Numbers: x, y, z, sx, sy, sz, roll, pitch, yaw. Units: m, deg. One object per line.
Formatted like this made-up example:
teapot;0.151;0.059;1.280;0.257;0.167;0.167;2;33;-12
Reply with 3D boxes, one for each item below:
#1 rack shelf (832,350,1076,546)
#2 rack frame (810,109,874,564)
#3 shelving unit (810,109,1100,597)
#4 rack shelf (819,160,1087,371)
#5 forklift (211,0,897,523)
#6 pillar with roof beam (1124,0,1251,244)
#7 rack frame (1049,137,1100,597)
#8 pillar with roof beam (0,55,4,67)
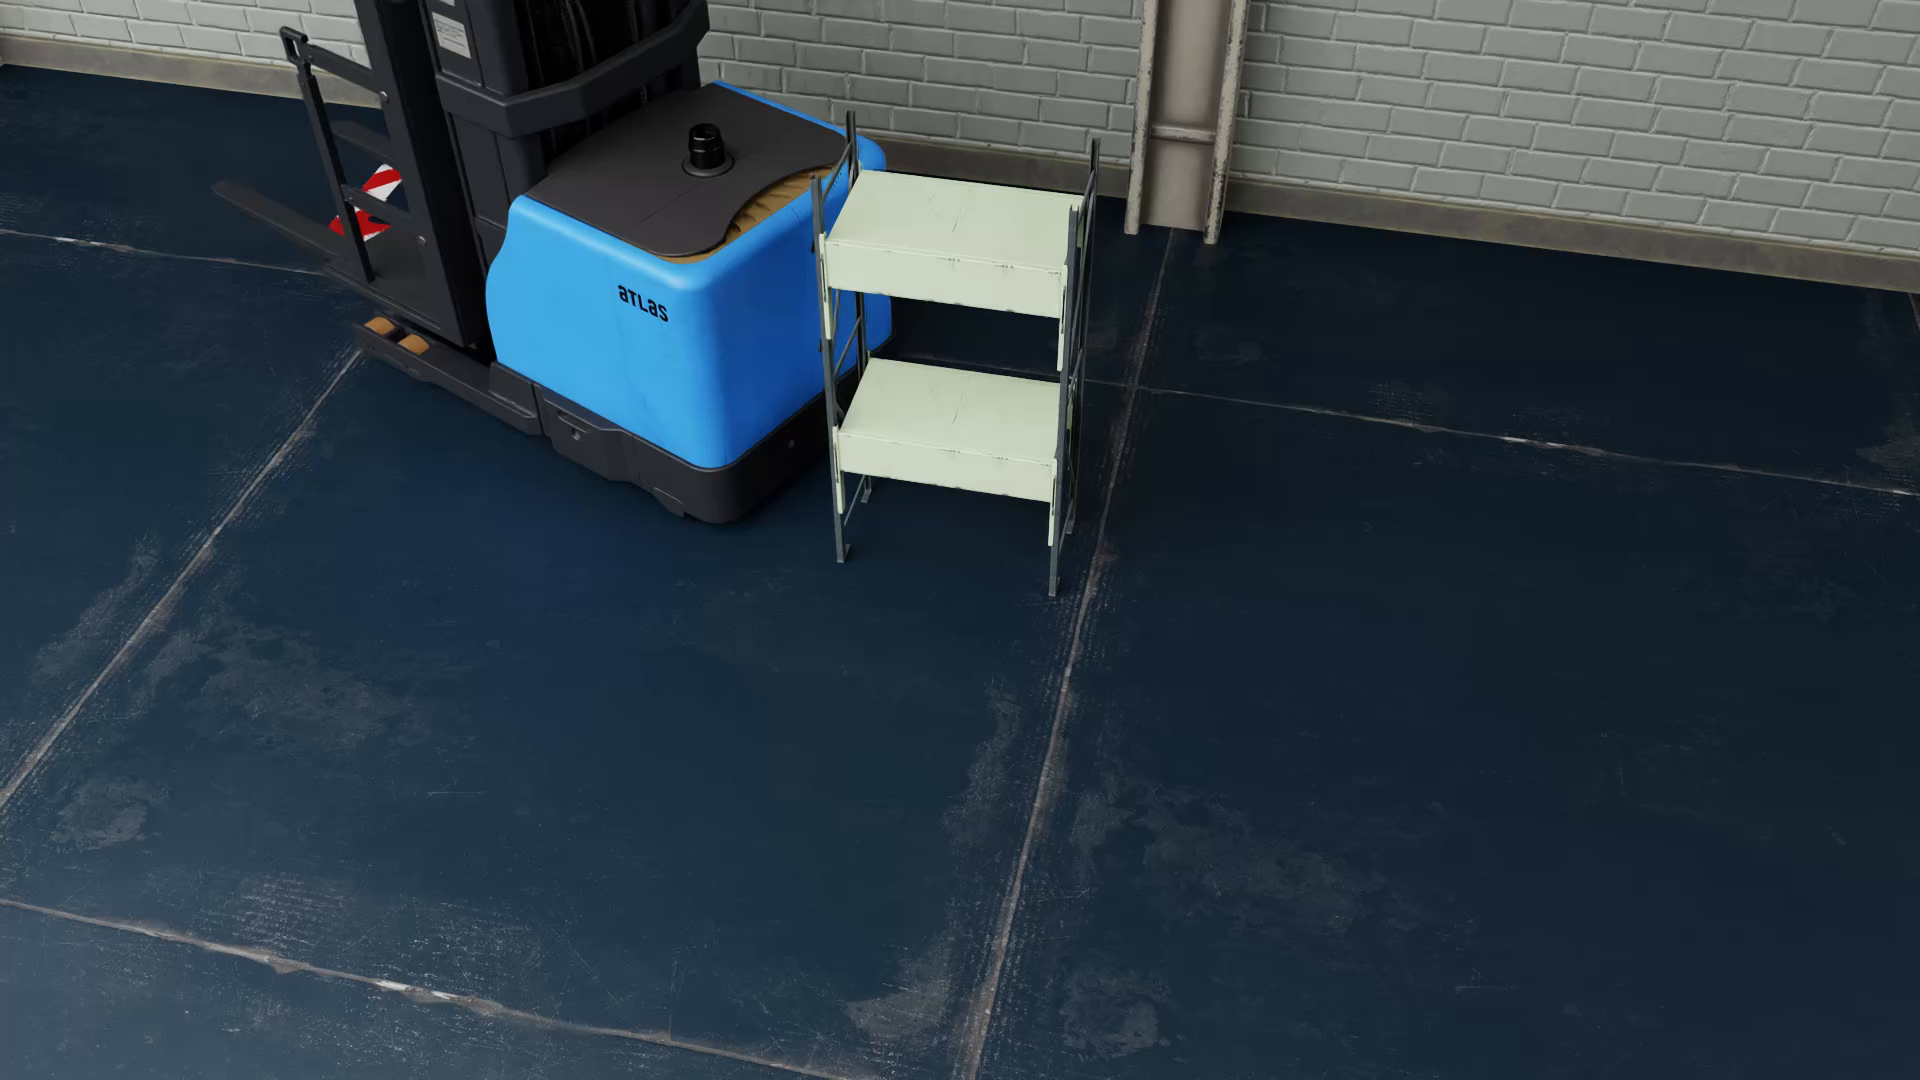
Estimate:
rack shelf;-0.007;-0.306;5.457;0.720;0.370;0.431;9;45;9
rack frame;-0.364;-0.597;5.289;0.023;1.500;0.400;9;45;9
shelving unit;-0.007;-0.541;5.231;0.755;1.500;0.431;9;45;9
rack shelf;-0.007;-0.823;4.960;0.720;0.370;0.431;9;45;9
forklift;-1.723;-1.944;5.657;3.031;2.935;1.130;27;50;25
pillar with roof beam;-0.011;-1.716;1.044;0.400;9.000;9.100;9;45;9
rack frame;0.351;-0.486;5.173;0.023;1.500;0.400;9;45;9
pillar with roof beam;-5.866;-2.625;1.988;0.400;9.000;9.100;9;45;9
